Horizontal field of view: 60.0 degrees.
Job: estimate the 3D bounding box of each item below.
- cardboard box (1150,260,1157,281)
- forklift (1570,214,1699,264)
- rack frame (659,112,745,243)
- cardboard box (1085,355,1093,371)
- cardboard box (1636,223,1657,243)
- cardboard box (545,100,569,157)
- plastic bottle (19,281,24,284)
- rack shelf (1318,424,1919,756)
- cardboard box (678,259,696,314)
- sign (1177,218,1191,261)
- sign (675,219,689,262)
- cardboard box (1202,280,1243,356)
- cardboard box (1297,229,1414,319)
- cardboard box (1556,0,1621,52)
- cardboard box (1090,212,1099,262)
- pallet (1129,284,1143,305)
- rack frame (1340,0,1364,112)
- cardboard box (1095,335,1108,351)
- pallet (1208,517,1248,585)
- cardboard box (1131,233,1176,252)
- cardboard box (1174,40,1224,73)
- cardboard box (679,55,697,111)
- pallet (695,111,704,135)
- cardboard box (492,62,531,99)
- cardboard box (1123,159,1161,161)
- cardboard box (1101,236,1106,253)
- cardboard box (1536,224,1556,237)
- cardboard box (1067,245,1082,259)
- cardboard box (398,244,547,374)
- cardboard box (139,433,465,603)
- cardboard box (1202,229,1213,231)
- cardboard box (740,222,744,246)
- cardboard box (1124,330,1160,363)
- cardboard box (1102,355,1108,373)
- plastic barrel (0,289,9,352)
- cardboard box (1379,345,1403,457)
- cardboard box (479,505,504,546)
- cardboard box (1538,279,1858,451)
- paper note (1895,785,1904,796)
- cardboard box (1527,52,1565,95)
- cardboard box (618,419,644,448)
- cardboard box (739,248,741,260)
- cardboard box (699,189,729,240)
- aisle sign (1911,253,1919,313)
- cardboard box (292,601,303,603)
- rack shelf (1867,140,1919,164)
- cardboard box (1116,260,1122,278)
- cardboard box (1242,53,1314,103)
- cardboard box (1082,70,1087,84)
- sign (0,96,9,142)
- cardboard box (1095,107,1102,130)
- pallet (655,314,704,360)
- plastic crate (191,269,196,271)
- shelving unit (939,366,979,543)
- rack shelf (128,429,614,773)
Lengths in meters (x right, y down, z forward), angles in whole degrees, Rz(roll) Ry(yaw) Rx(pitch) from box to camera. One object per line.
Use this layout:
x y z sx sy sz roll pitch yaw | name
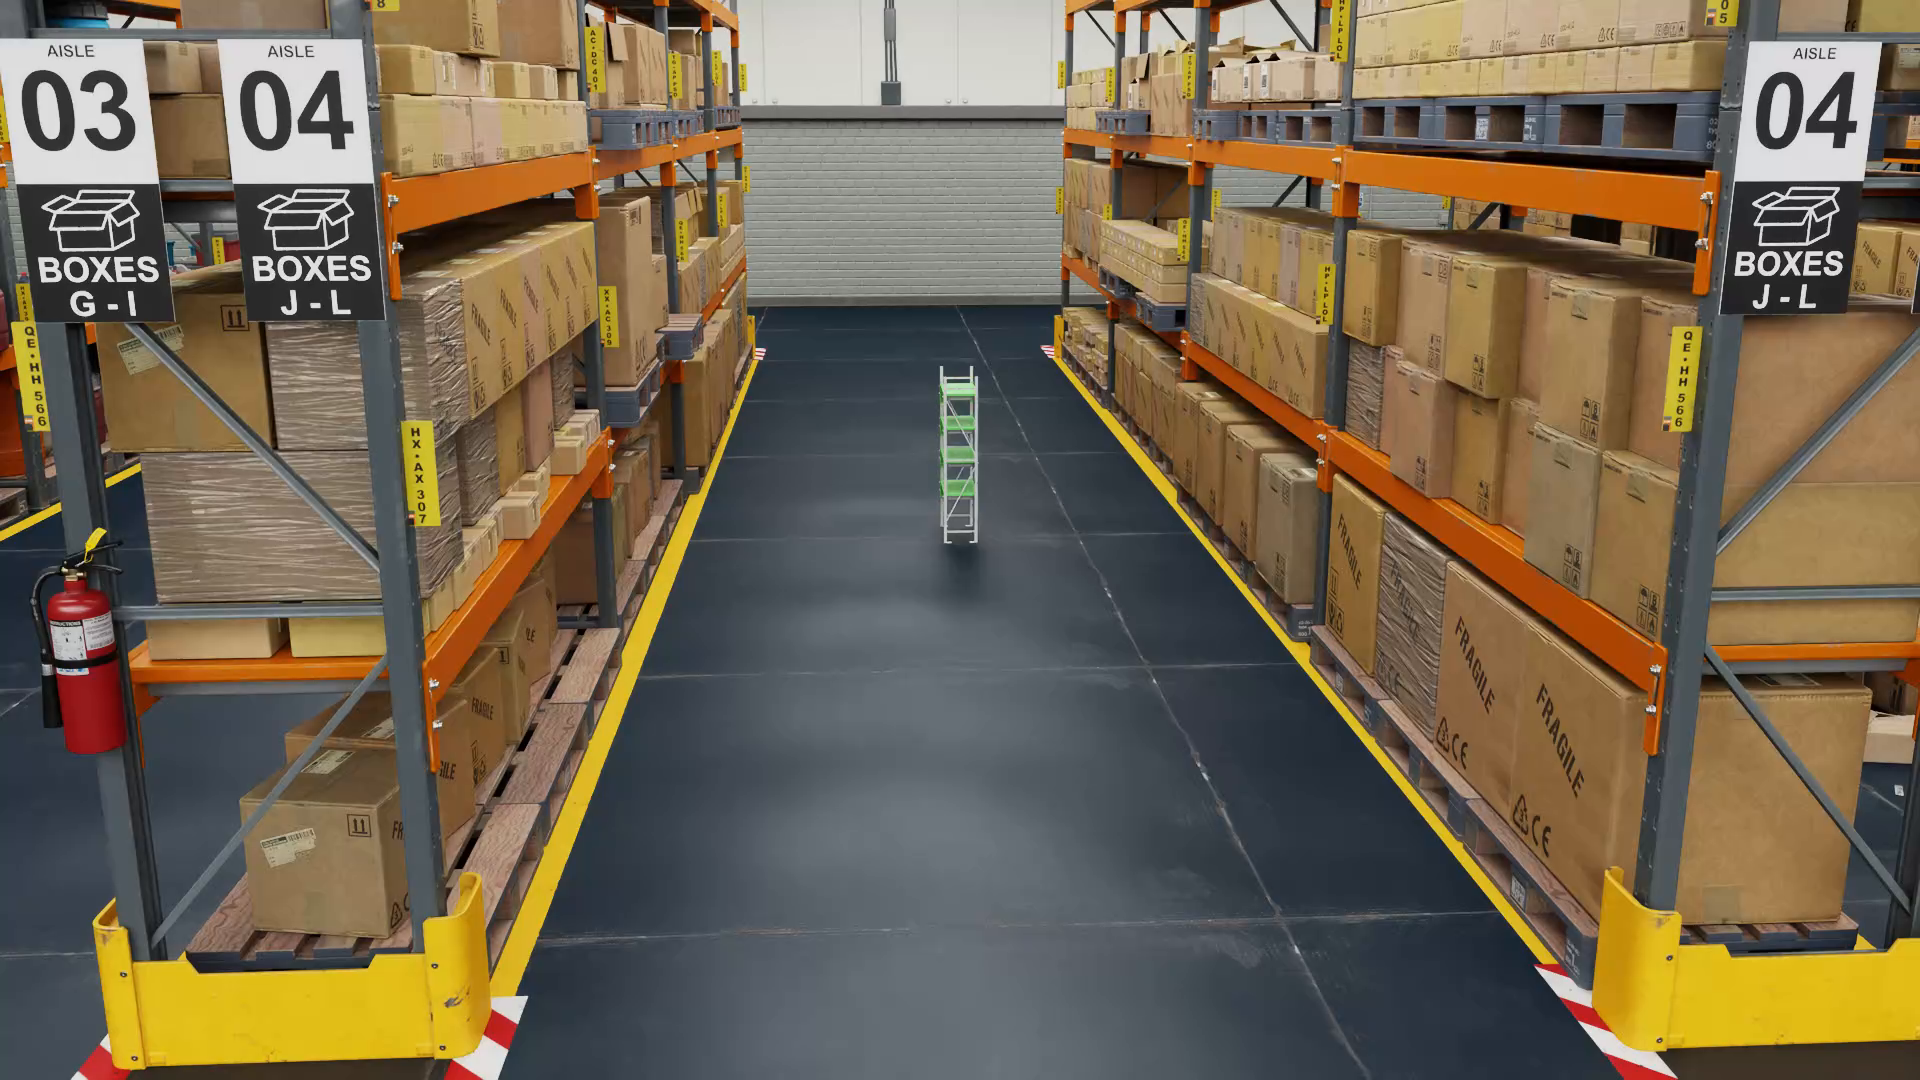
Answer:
1.776 -2.222 13.708 0.380 0.149 0.250 0 14 -1 | cardboard box
4.887 -1.328 11.307 1.130 2.935 3.031 -5 15 -18 | forklift
-3.173 -3.752 20.591 1.000 3.000 0.127 -1 14 -3 | rack frame
1.603 -1.982 18.586 0.380 0.149 0.250 -1 14 -4 | cardboard box
6.794 -3.079 15.765 0.500 0.500 0.500 -1 14 -5 | cardboard box
-2.119 -1.909 7.706 0.500 0.250 0.500 -1 14 -2 | cardboard box
-8.102 -2.088 14.357 0.061 0.283 0.133 -1 14 -3 | plastic bottle
2.651 0.026 7.348 1.077 0.370 4.000 -1 14 -3 | rack shelf
-2.470 -2.065 13.830 0.500 0.500 0.500 -1 14 -5 | cardboard box
1.738 -2.326 12.882 0.100 0.325 0.005 -1 14 -3 | sign
-2.137 -2.296 12.765 0.100 0.325 0.005 -1 14 -3 | sign
2.072 -1.621 12.104 0.500 0.500 0.500 -1 14 -4 | cardboard box
2.456 -1.603 10.031 0.700 0.500 0.500 -1 14 -4 | cardboard box
2.435 -1.842 5.808 0.500 0.250 0.500 -1 14 -3 | cardboard box
1.688 -3.247 17.828 0.500 0.500 0.500 -1 14 -5 | cardboard box
2.116 -2.213 14.993 1.003 0.211 1.213 -1 14 -3 | pallet
2.527 -3.725 8.444 1.000 3.000 0.127 -1 14 -3 | rack frame
1.671 -2.129 17.966 0.380 0.149 0.250 -1 14 -4 | cardboard box
2.325 0.036 11.463 1.003 0.211 1.213 -1 14 -3 | pallet
1.713 -2.621 14.659 0.380 0.149 0.250 0 14 -1 | cardboard box
1.948 -3.910 13.447 0.396 0.266 0.258 -1 14 -3 | cardboard box
-2.880 -4.318 15.726 0.700 0.500 0.500 -1 14 -2 | cardboard box
-2.819 -3.890 15.491 0.805 0.209 1.217 -1 15 -6 | pallet
-2.034 -1.937 7.017 0.380 0.149 0.250 0 14 -1 | cardboard box
2.091 -4.245 19.700 0.500 0.500 0.500 -1 14 -5 | cardboard box
1.597 -2.930 16.458 0.380 0.149 0.250 -1 14 -3 | cardboard box
6.644 -3.198 18.237 0.500 0.500 0.500 -1 14 -5 | cardboard box
1.497 -3.466 19.983 0.380 0.149 0.250 -1 14 -5 | cardboard box
-2.038 -0.964 6.949 0.500 0.500 0.500 -1 14 -3 | cardboard box
-2.189 -0.103 5.609 0.875 0.500 0.500 -1 14 -3 | cardboard box
2.331 -2.758 15.193 0.380 0.149 0.250 -2 15 -6 | cardboard box
-2.878 -3.707 20.120 0.500 0.250 0.500 -1 14 -4 | cardboard box
1.849 -1.845 15.846 0.500 0.250 0.500 0 14 -2 | cardboard box
1.694 -1.849 17.476 0.380 0.149 0.250 -1 14 -2 | cardboard box
-7.290 -1.642 12.114 0.600 0.536 0.708 -1 14 -3 | plastic barrel
2.618 -0.664 8.287 0.875 0.550 0.550 -1 14 -3 | cardboard box
-2.046 -0.037 6.654 0.380 0.149 0.250 -1 14 -3 | cardboard box
2.664 -0.649 6.059 0.875 0.550 0.550 -1 14 -3 | cardboard box
4.278 1.140 7.575 0.032 0.001 0.123 7 16 26 | paper note
2.353 -1.738 6.203 0.380 0.149 0.250 -1 14 -4 | cardboard box
-2.563 -0.831 11.863 0.500 0.250 0.500 1 14 3 | cardboard box
-2.776 -3.358 19.561 0.380 0.149 0.250 -1 14 -2 | cardboard box
-2.723 -3.438 17.568 0.500 0.500 0.500 -1 14 -3 | cardboard box
3.079 -1.071 4.951 0.394 0.787 0.004 -1 14 -3 | aisle sign
-2.421 0.219 5.662 0.380 0.149 0.250 -1 14 -3 | cardboard box
7.337 -2.523 11.235 1.077 0.370 4.000 -1 14 -3 | rack shelf
1.662 -2.529 15.497 0.380 0.149 0.250 -2 15 -6 | cardboard box
2.167 -3.040 10.937 0.500 0.311 0.500 -1 14 -4 | cardboard box
1.575 -5.213 18.745 0.380 0.149 0.250 0 14 -2 | cardboard box
-7.072 -3.099 12.240 0.100 0.325 0.005 -1 14 -3 | sign
1.712 -4.431 17.511 0.500 0.250 0.500 -1 14 -4 | cardboard box
-2.527 -1.494 12.200 1.213 0.211 1.003 -1 14 -3 | pallet
-7.755 -2.701 16.911 0.396 0.136 0.243 -1 14 -3 | plastic crate
-0.010 -0.622 12.037 0.258 1.200 0.503 -1 14 -3 | shelving unit
-2.306 0.078 7.148 1.077 0.370 4.000 -1 14 -3 | rack shelf
